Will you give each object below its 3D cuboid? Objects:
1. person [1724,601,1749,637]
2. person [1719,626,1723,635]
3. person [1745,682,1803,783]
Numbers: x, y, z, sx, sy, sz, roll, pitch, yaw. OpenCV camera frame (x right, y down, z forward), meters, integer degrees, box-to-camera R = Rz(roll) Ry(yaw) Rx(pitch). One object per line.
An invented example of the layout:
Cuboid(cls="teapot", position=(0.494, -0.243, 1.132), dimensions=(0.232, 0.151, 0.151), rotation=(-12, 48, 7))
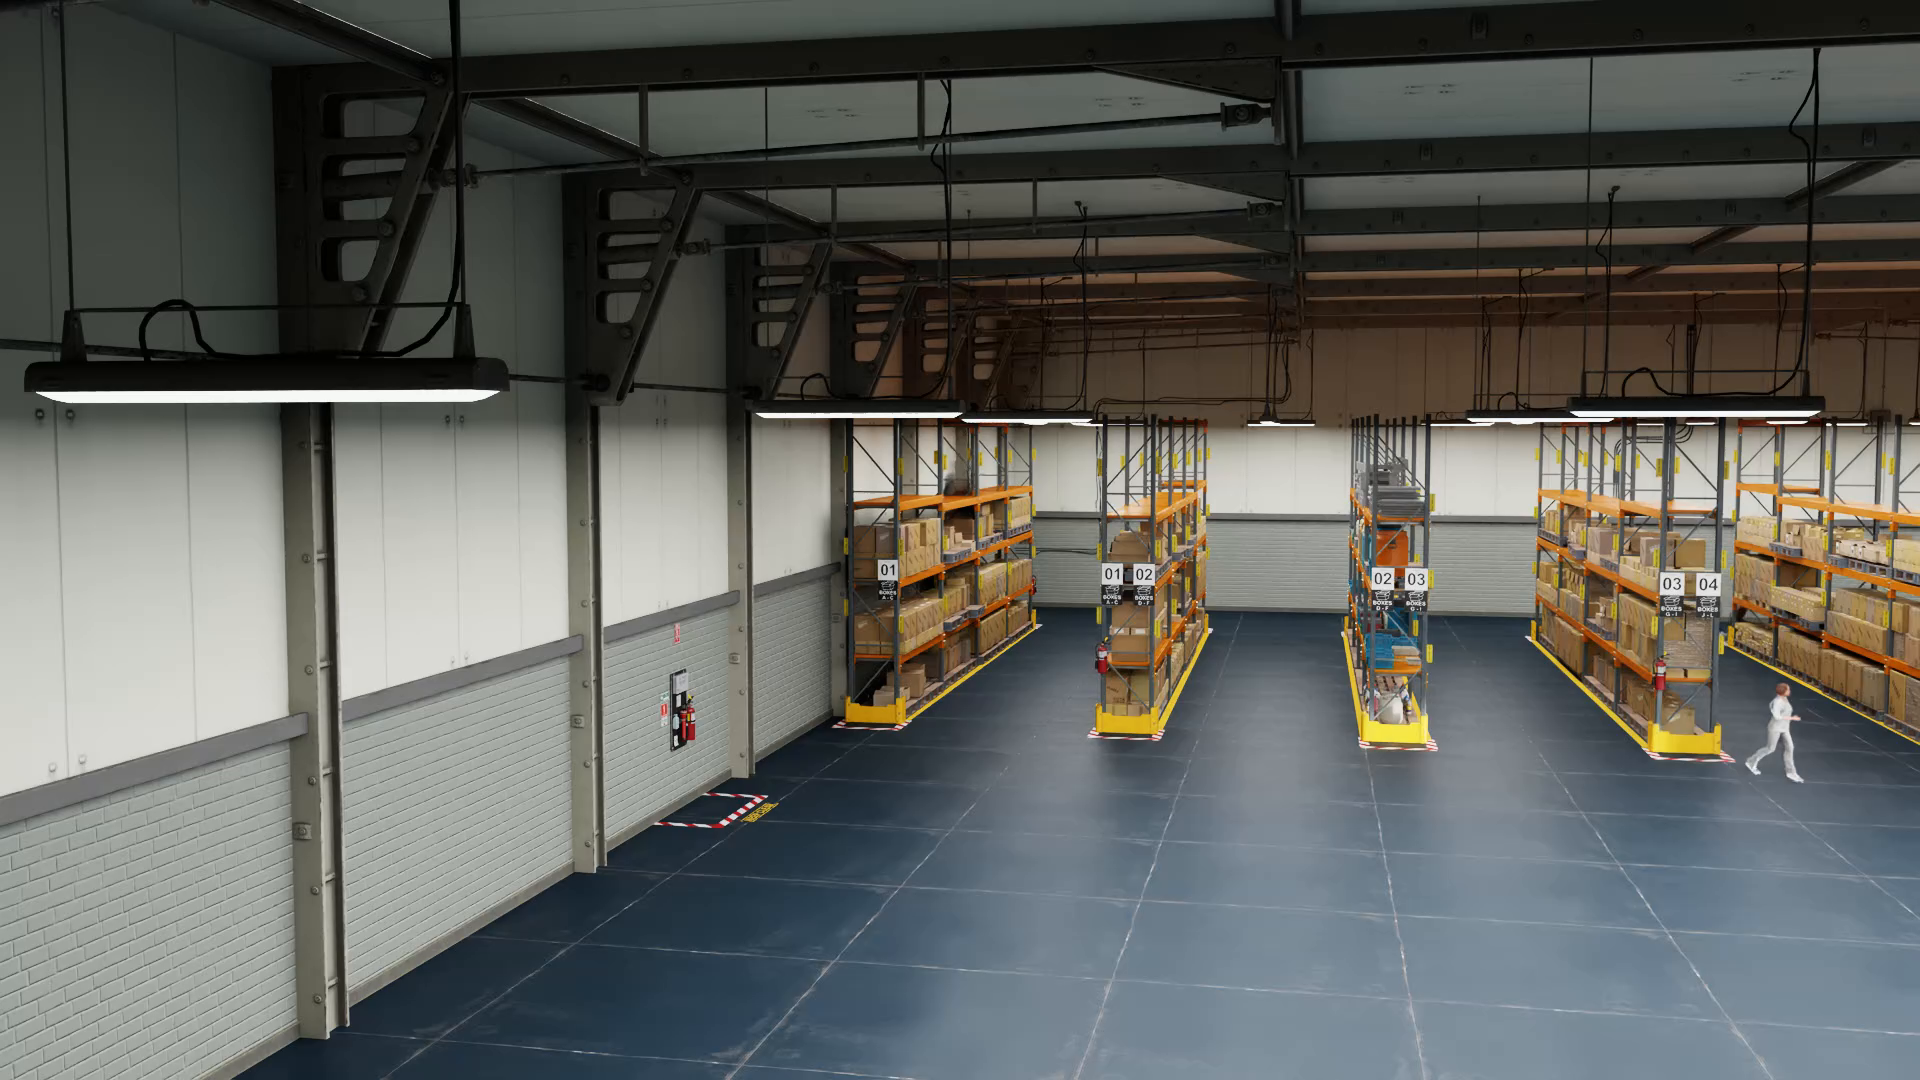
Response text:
Cuboid(cls="person", position=(21.221, 1.856, 45.305), dimensions=(0.825, 1.692, 0.780), rotation=(3, 5, 39))
Cuboid(cls="person", position=(20.347, 1.937, 45.010), dimensions=(0.848, 1.581, 0.567), rotation=(-1, 4, -11))
Cuboid(cls="person", position=(13.290, 3.104, 27.101), dimensions=(0.500, 1.602, 0.879), rotation=(-4, 5, -43))
